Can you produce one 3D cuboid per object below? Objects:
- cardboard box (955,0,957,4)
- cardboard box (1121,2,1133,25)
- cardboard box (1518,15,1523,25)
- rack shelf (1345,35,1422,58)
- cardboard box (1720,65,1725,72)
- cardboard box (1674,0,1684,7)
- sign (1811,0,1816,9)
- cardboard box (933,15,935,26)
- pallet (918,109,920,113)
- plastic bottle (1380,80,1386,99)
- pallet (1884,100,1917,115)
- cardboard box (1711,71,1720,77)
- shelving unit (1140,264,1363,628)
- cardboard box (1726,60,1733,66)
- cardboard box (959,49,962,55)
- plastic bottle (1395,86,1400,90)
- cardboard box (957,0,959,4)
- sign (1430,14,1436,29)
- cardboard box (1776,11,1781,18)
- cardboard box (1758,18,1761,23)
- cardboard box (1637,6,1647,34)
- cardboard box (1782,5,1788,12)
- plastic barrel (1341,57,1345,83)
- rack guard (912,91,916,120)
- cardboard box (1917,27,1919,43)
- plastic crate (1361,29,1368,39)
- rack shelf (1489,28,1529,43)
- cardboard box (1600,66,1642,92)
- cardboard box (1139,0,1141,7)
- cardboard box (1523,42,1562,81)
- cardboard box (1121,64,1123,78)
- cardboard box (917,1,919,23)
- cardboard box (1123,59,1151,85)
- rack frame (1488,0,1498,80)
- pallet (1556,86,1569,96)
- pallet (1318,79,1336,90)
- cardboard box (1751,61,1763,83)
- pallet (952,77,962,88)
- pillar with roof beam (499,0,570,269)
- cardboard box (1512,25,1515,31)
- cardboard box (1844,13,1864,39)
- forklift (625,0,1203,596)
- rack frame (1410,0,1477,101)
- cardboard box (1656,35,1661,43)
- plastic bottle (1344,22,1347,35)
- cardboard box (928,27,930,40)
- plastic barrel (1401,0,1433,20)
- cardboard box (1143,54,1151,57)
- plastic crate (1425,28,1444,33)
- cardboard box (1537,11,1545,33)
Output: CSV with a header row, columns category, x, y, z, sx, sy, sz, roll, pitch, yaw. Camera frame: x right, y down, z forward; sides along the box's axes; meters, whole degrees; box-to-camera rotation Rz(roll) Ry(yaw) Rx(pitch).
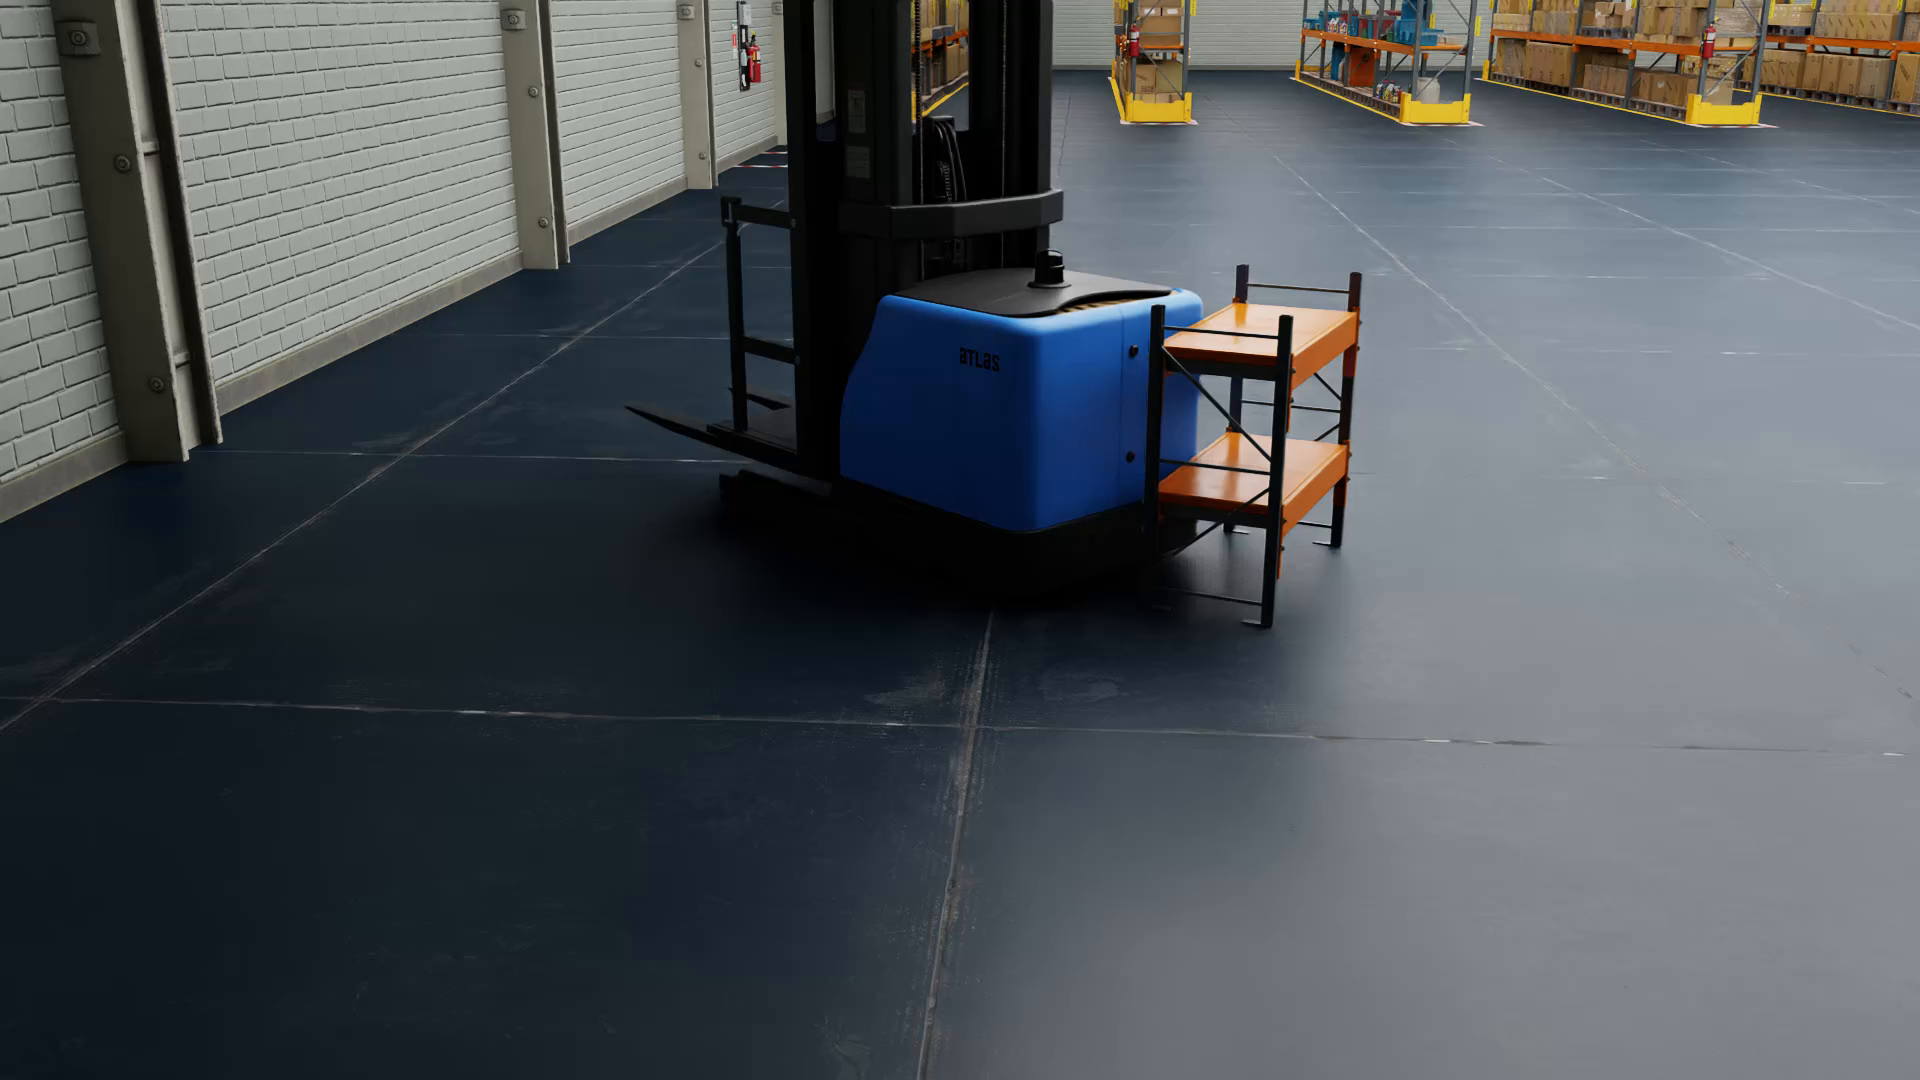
category,x,y,z,sx,sy,sz,roll,pitch,yaw
cardboard box,-0.346,-13.061,40.092,0.500,0.250,0.500,2,18,5
cardboard box,4.066,-11.909,37.616,0.700,0.500,0.500,-5,19,-15
cardboard box,14.105,-12.858,41.110,0.500,0.250,0.500,2,18,6
rack shelf,8.930,-10.389,34.968,1.077,0.370,4.000,1,18,4
cardboard box,18.955,-11.601,40.937,0.380,0.149,0.250,1,18,2
cardboard box,13.302,-9.908,30.100,0.500,0.500,0.500,1,18,4
sign,18.412,-11.622,35.841,0.100,0.325,0.005,1,18,4
cardboard box,-0.899,-11.297,35.714,0.700,0.500,0.500,1,18,4
pallet,-1.283,-8.039,31.118,1.003,0.211,1.213,1,18,4
plastic bottle,8.315,-8.819,32.568,0.144,0.351,0.185,2,18,5
pallet,18.534,-8.298,31.908,1.003,0.211,1.213,1,18,4
cardboard box,19.003,-11.638,41.527,0.380,0.149,0.250,1,18,4
shelving unit,1.123,-0.399,6.335,0.538,1.125,1.048,9,20,25
cardboard box,18.985,-11.666,40.658,0.380,0.149,0.250,2,18,5
cardboard box,-0.159,-12.468,42.455,0.380,0.149,0.250,2,18,6
plastic bottle,8.421,-8.597,32.011,0.152,0.276,0.135,1,18,4
cardboard box,-0.300,-13.220,40.576,0.500,0.250,0.500,2,18,5
sign,9.335,-10.226,32.869,0.100,0.325,0.005,1,18,4
cardboard box,18.607,-11.805,37.383,0.380,0.149,0.250,1,18,4
cardboard box,18.681,-11.989,38.425,0.380,0.149,0.250,0,18,1
cardboard box,13.633,-10.050,32.139,0.875,0.500,0.500,1,18,4
cardboard box,18.586,-11.867,37.097,0.380,0.149,0.250,2,18,6
plastic barrel,9.173,-10.909,38.597,0.600,0.588,0.708,1,18,4
rack guard,-1.376,-7.925,30.305,1.175,0.500,0.348,1,18,4
cardboard box,18.636,-9.643,31.293,0.875,0.550,0.550,1,18,4
plastic crate,8.630,-10.557,34.663,0.450,0.188,0.662,1,18,4
rack shelf,14.444,-12.764,42.214,1.077,0.370,4.000,1,18,4
cardboard box,13.925,-9.706,35.034,0.700,0.500,0.500,3,18,9
cardboard box,3.642,-9.968,30.283,0.700,0.500,0.500,1,18,2
cardboard box,14.275,-11.475,39.863,1.225,0.875,0.875,1,18,4
cardboard box,3.698,-9.986,35.423,0.500,0.311,0.500,1,18,3
cardboard box,-1.002,-9.678,30.647,0.500,0.500,0.500,1,18,4
cardboard box,3.473,-9.179,32.655,0.500,0.500,0.500,1,18,4
rack frame,14.587,-13.727,43.997,1.000,3.000,0.127,1,18,4
pallet,14.145,-10.160,37.591,1.003,0.211,1.213,1,18,4
pallet,9.263,-11.031,40.249,1.003,0.211,1.213,1,18,4
cardboard box,18.887,-10.966,38.912,0.500,0.500,0.500,2,18,6
pallet,-0.501,-11.250,40.916,1.003,0.211,1.213,1,18,4
pillar with roof beam,0.809,-6.490,12.278,9.100,9.000,0.400,1,18,4
cardboard box,14.087,-12.866,41.774,0.380,0.149,0.250,1,18,3
cardboard box,18.544,-10.545,34.126,0.500,0.500,0.500,1,18,3
forklift,-0.405,-1.568,7.003,1.130,2.935,3.031,-16,24,-39
rack frame,8.500,-8.868,29.169,1.000,3.000,0.127,1,18,4
cardboard box,13.346,-9.431,31.292,0.380,0.149,0.250,1,18,4
plastic bottle,8.694,-11.504,37.401,0.061,0.283,0.133,1,18,4
cardboard box,-0.870,-9.961,32.714,0.500,0.250,0.500,1,18,4
plastic barrel,9.117,-10.462,33.228,0.600,0.901,0.708,1,18,4
cardboard box,4.549,-12.313,42.986,0.797,0.503,0.637,1,18,4
plastic crate,8.978,-9.690,31.916,0.499,0.251,0.616,1,18,4
cardboard box,13.983,-12.238,39.295,0.500,0.500,0.500,1,18,4
